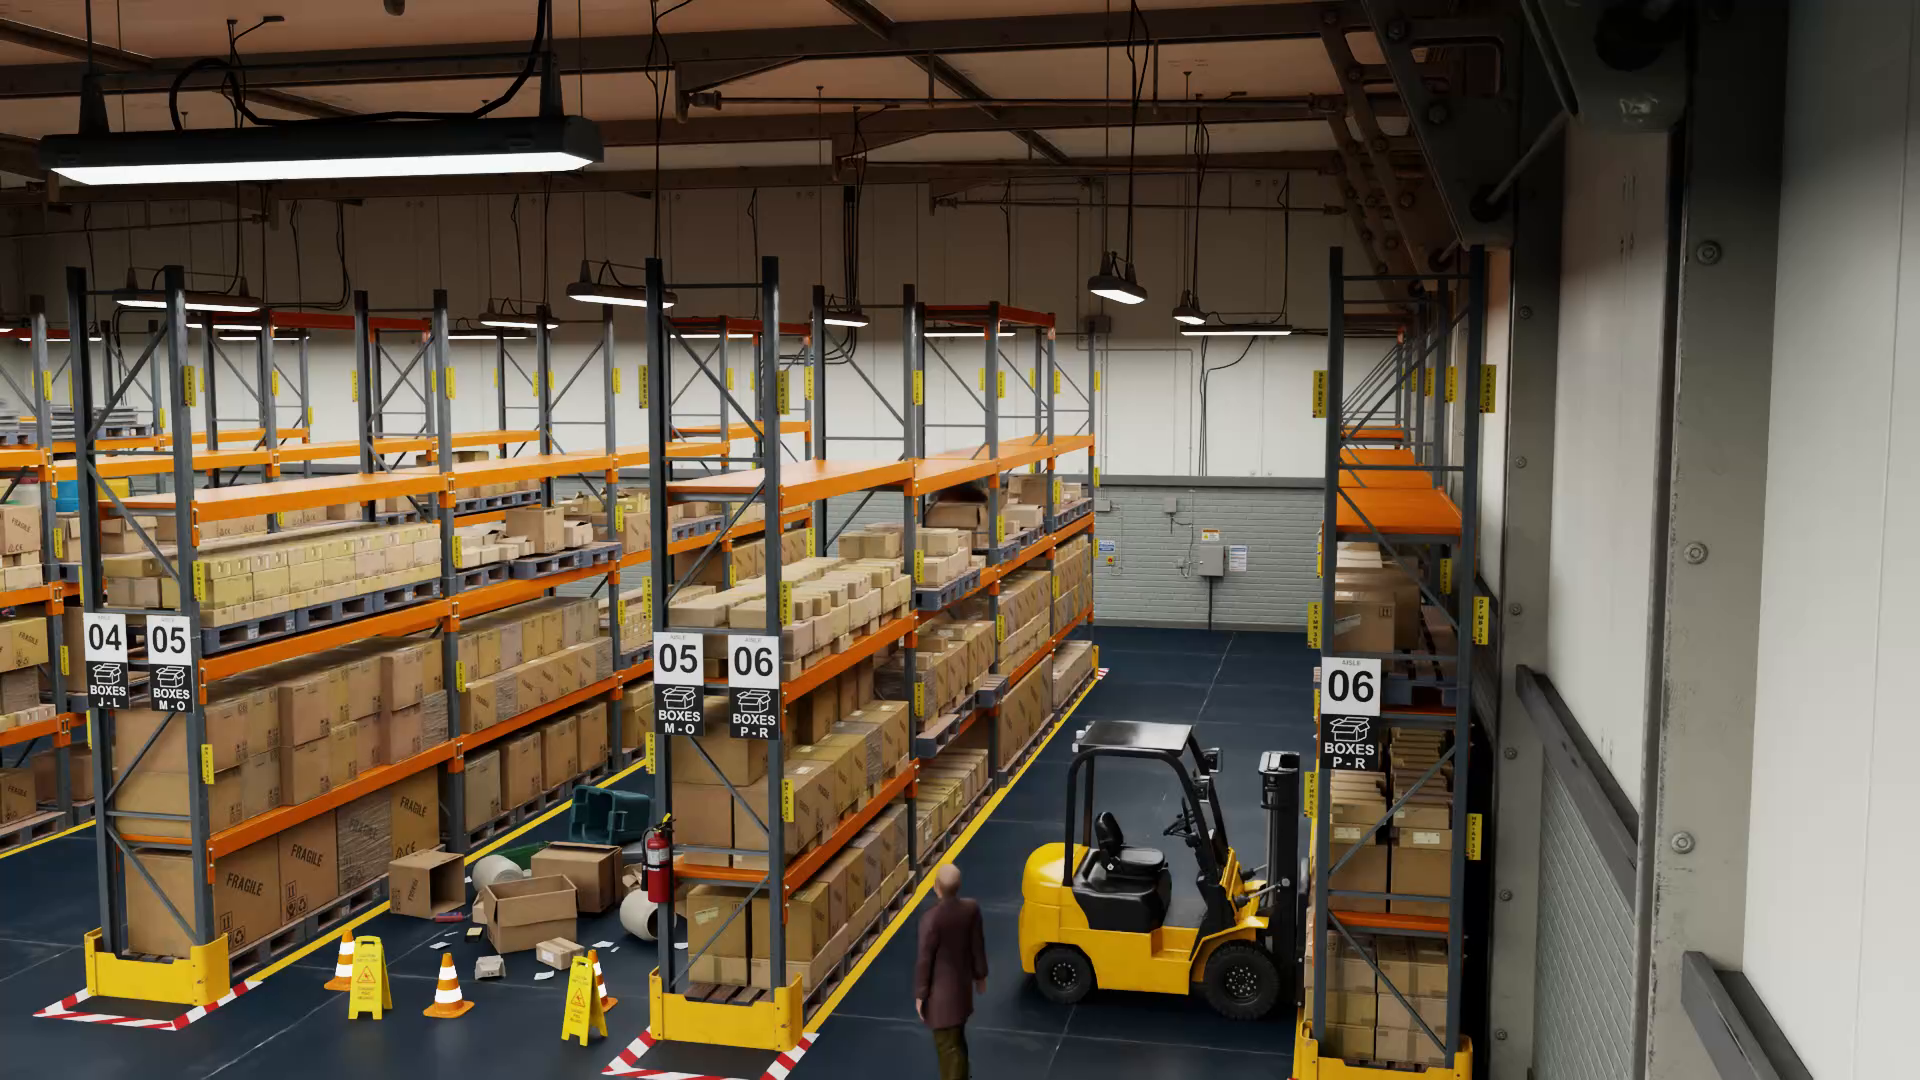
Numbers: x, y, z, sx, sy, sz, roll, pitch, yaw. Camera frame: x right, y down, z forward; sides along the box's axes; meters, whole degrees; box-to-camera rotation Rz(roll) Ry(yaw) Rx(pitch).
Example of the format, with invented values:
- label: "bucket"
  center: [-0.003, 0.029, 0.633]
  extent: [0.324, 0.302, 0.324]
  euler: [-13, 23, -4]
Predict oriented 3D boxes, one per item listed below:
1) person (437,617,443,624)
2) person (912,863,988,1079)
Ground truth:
- label: "person"
  center: [-7.325, 1.879, 23.880]
  extent: [0.578, 1.766, 0.598]
  euler: [-4, 7, -34]
- label: "person"
  center: [-0.081, 3.109, 11.544]
  extent: [0.460, 1.791, 0.661]
  euler: [3, 7, 28]
